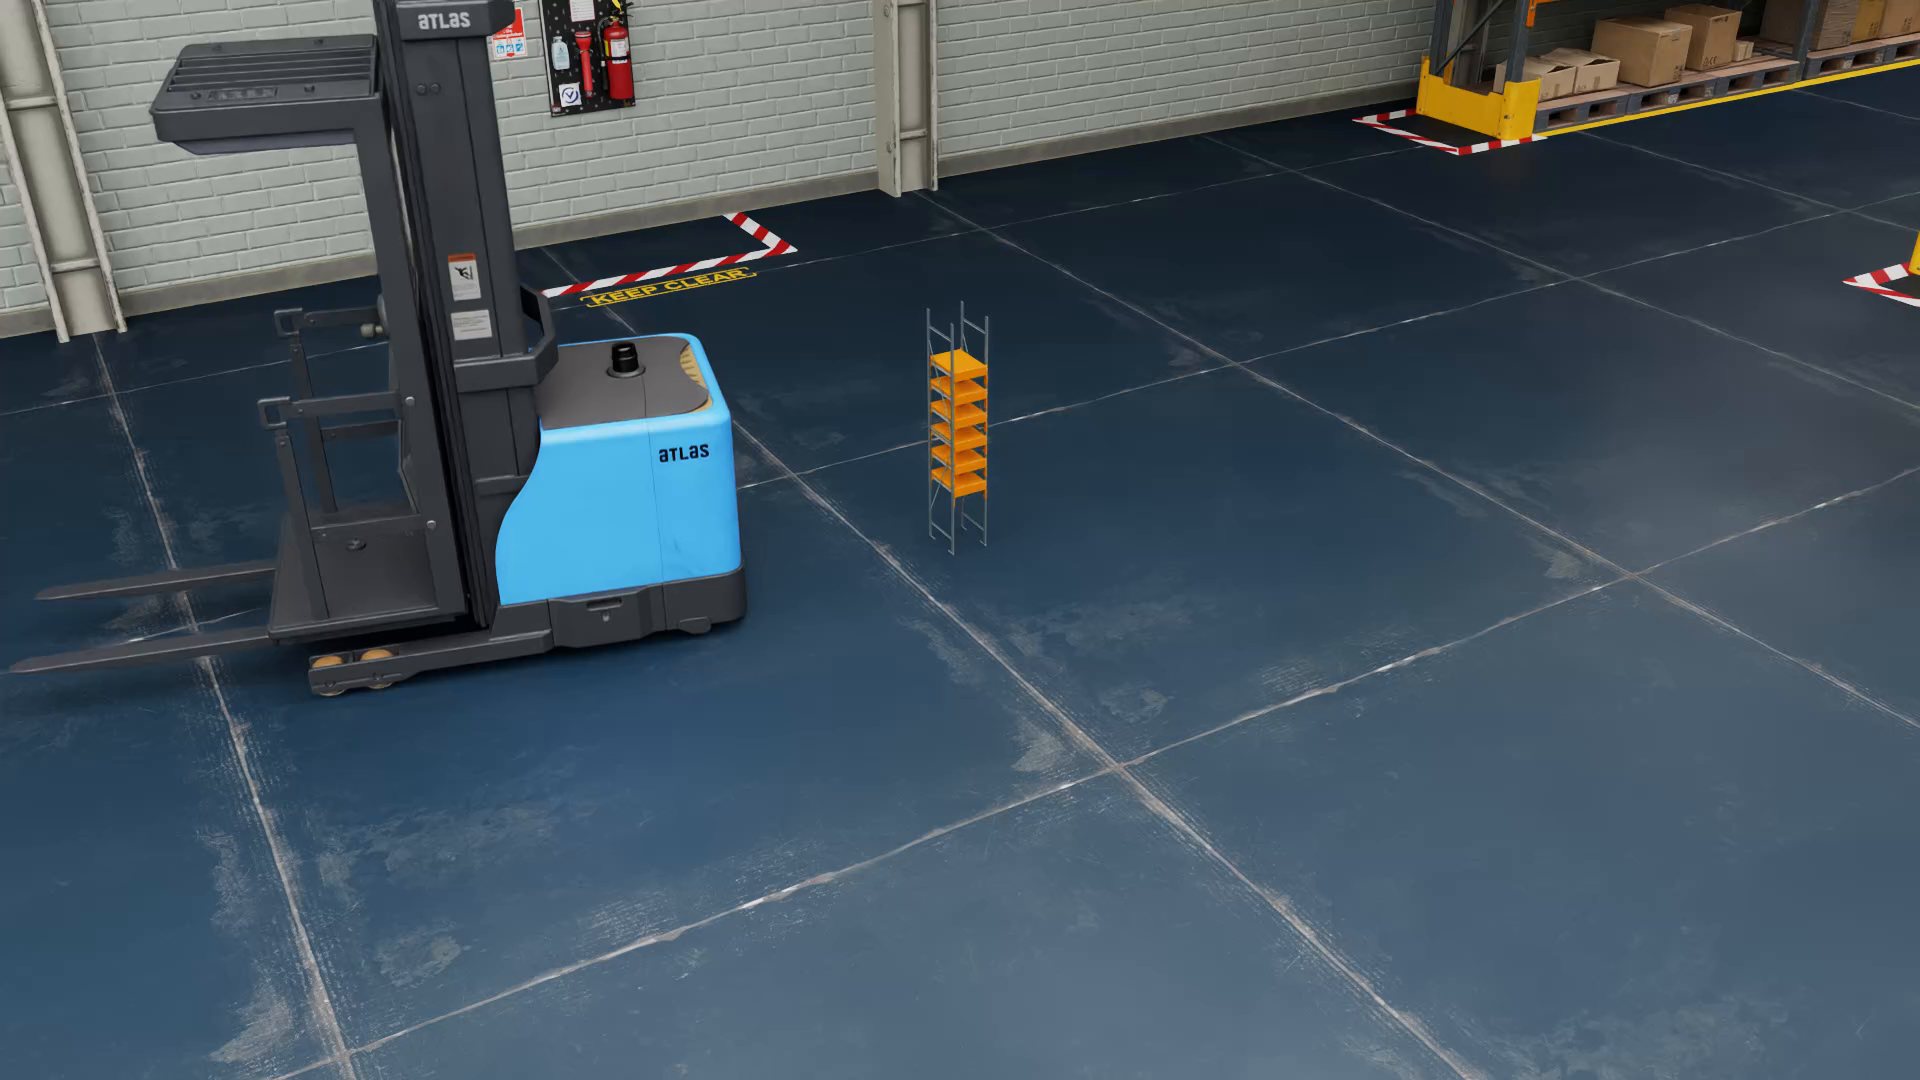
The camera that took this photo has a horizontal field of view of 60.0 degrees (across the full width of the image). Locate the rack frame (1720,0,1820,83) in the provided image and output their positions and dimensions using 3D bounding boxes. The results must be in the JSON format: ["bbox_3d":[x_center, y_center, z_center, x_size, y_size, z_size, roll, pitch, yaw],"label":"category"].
[{"bbox_3d":[8.036,-6.056,16.119,0.127,3.000,1.000,-16,33,-26],"label":"rack frame"}]

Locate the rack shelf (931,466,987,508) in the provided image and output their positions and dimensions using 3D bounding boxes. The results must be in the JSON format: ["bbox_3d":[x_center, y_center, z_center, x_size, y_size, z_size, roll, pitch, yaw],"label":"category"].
[{"bbox_3d":[-0.012,-0.273,8.091,0.180,0.103,0.258,-16,33,-26],"label":"rack shelf"}]

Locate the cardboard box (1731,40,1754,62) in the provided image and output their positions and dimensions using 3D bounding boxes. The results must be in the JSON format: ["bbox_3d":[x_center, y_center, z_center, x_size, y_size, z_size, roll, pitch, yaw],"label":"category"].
[{"bbox_3d":[7.590,-4.864,16.437,0.250,0.166,0.380,-21,35,-33],"label":"cardboard box"}]

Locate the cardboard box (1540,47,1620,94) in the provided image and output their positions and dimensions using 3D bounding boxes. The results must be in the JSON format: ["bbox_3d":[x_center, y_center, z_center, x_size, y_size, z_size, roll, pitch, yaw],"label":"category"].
[{"bbox_3d":[5.721,-4.363,15.380,0.500,0.311,0.500,-13,31,-22],"label":"cardboard box"}]

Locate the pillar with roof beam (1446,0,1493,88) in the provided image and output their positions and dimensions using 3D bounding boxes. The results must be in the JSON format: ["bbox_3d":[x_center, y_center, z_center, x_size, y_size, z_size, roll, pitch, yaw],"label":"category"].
[{"bbox_3d":[6.933,-6.441,10.609,0.400,9.000,9.100,-16,33,-26],"label":"pillar with roof beam"}]

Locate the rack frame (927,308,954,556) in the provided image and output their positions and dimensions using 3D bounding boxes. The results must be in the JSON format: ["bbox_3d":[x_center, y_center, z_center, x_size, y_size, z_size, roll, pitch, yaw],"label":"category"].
[{"bbox_3d":[-0.091,-0.499,7.913,0.006,1.200,0.240,-16,33,-26],"label":"rack frame"}]

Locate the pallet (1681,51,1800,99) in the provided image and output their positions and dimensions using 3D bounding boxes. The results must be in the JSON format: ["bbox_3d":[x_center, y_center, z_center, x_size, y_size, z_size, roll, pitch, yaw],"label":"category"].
[{"bbox_3d":[7.475,-4.656,16.468,1.213,0.211,1.003,-16,33,-26],"label":"pallet"}]

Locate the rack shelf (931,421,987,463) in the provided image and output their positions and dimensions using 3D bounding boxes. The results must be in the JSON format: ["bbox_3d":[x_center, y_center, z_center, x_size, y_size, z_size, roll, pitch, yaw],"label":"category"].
[{"bbox_3d":[-0.012,-0.483,7.975,0.180,0.103,0.258,-16,33,-26],"label":"rack shelf"}]

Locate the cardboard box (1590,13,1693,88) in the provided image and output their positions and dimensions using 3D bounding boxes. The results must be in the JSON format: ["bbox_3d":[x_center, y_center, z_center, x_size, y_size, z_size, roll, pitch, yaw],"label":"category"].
[{"bbox_3d":[6.378,-4.605,15.621,0.500,0.500,0.700,-18,34,-29],"label":"cardboard box"}]

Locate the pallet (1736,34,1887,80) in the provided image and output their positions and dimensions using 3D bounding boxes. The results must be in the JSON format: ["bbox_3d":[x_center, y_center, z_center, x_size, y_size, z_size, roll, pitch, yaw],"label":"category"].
[{"bbox_3d":[8.706,-5.026,17.139,1.213,0.211,1.003,-16,33,-26],"label":"pallet"}]

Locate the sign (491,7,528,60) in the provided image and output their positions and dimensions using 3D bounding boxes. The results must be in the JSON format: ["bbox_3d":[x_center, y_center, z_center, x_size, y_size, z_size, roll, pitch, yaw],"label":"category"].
[{"bbox_3d":[-3.100,-3.474,11.403,0.234,0.329,0.001,-16,33,-26],"label":"sign"}]

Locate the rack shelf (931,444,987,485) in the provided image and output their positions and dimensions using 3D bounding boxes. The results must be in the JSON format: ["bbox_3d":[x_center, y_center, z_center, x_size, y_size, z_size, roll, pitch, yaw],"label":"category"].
[{"bbox_3d":[-0.012,-0.378,8.033,0.180,0.103,0.258,-16,33,-26],"label":"rack shelf"}]

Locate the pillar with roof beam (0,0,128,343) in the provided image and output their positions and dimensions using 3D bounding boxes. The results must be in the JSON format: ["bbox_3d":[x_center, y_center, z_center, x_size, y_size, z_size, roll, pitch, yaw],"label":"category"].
[{"bbox_3d":[-3.413,-3.504,5.286,0.400,9.000,9.100,-16,33,-26],"label":"pillar with roof beam"}]

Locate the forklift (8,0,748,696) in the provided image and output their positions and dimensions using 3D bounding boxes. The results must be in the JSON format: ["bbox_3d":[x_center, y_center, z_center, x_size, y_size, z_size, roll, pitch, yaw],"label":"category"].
[{"bbox_3d":[-2.539,-0.907,6.860,3.031,2.935,1.130,-8,30,-14],"label":"forklift"}]

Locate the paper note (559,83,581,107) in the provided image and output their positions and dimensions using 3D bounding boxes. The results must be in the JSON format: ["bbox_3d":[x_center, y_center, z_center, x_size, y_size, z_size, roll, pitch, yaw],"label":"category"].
[{"bbox_3d":[-2.758,-3.150,11.766,0.142,0.148,0.016,-16,33,-26],"label":"paper note"}]

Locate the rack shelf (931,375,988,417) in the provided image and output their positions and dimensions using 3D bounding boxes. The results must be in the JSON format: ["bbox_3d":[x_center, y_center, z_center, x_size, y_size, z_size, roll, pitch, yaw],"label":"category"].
[{"bbox_3d":[-0.012,-0.693,7.859,0.180,0.103,0.258,-16,33,-26],"label":"rack shelf"}]

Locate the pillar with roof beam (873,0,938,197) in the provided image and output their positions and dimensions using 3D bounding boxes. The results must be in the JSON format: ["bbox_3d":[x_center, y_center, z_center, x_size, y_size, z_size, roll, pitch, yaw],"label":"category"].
[{"bbox_3d":[1.760,-4.973,7.947,0.400,9.000,9.100,-16,33,-26],"label":"pillar with roof beam"}]

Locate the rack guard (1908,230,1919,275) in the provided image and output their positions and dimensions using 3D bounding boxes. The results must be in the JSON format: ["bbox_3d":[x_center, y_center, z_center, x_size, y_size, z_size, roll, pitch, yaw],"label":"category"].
[{"bbox_3d":[7.079,-1.914,11.200,0.348,0.500,1.175,-16,33,-26],"label":"rack guard"}]

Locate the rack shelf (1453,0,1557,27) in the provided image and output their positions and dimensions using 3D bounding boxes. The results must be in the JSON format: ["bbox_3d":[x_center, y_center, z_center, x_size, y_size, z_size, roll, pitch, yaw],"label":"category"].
[{"bbox_3d":[6.311,-5.251,15.405,4.000,0.370,1.077,-16,33,-26],"label":"rack shelf"}]

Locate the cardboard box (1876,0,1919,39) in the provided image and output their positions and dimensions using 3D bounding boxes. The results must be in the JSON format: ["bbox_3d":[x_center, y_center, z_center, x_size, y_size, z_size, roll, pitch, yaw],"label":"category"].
[{"bbox_3d":[9.542,-5.596,17.418,0.500,0.500,0.700,-15,32,-26],"label":"cardboard box"}]

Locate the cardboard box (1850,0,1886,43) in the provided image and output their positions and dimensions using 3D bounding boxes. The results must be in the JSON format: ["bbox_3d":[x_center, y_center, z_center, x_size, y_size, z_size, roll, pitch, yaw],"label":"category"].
[{"bbox_3d":[9.082,-5.488,17.222,0.500,0.500,0.700,-17,33,-27],"label":"cardboard box"}]

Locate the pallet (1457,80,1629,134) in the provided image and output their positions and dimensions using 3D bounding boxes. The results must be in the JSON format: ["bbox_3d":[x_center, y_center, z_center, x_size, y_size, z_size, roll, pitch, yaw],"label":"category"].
[{"bbox_3d":[5.371,-4.058,15.385,1.213,0.211,1.003,-16,33,-26],"label":"pallet"}]

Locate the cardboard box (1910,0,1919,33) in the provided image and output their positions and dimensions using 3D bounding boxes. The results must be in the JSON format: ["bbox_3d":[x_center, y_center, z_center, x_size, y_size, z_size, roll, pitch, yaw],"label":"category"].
[{"bbox_3d":[9.973,-5.724,17.649,0.500,0.500,0.700,-16,33,-27],"label":"cardboard box"}]

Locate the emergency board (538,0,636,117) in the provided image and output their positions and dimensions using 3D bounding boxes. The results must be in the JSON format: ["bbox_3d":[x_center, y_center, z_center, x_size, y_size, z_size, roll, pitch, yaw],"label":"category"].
[{"bbox_3d":[-2.571,-3.551,11.579,0.643,1.169,0.194,-16,33,-26],"label":"emergency board"}]

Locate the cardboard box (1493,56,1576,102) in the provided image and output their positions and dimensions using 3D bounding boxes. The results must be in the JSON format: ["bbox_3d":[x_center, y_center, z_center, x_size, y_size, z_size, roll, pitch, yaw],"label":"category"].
[{"bbox_3d":[5.229,-4.224,15.127,0.500,0.311,0.500,-20,35,-32],"label":"cardboard box"}]

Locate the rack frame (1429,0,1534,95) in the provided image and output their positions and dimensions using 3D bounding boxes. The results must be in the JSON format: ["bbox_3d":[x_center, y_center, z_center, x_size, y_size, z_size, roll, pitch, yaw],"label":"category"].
[{"bbox_3d":[4.587,-5.077,14.344,0.127,3.000,1.000,-16,33,-26],"label":"rack frame"}]

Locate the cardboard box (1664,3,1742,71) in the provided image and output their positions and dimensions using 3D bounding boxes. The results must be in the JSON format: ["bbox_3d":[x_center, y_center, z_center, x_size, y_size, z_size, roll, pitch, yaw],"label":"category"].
[{"bbox_3d":[7.161,-4.883,16.126,0.500,0.500,0.500,-19,34,-30],"label":"cardboard box"}]

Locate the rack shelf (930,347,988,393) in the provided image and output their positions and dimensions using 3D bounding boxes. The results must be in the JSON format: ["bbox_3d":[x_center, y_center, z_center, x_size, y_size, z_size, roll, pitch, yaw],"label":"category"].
[{"bbox_3d":[-0.012,-0.798,7.801,0.180,0.103,0.258,-16,33,-26],"label":"rack shelf"}]

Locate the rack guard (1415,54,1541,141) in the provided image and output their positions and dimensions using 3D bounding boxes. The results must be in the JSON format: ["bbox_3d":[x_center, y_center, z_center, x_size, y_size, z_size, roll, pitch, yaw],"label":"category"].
[{"bbox_3d":[4.652,-4.001,14.982,0.348,0.500,1.175,-16,33,-26],"label":"rack guard"}]

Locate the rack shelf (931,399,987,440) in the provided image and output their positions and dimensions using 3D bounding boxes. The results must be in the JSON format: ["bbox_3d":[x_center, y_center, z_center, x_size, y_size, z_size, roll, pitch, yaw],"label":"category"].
[{"bbox_3d":[-0.012,-0.588,7.917,0.180,0.103,0.258,-16,33,-26],"label":"rack shelf"}]

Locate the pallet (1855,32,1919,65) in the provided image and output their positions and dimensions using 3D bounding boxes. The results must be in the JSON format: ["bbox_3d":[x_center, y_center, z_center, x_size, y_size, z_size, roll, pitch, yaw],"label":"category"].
[{"bbox_3d":[9.759,-5.327,17.683,1.213,0.211,1.003,-16,33,-26],"label":"pallet"}]

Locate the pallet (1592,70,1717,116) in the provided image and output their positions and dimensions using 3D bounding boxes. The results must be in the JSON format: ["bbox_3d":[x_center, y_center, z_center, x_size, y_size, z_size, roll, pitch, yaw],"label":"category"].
[{"bbox_3d":[6.421,-4.355,15.923,1.213,0.211,1.003,-16,33,-26],"label":"pallet"}]

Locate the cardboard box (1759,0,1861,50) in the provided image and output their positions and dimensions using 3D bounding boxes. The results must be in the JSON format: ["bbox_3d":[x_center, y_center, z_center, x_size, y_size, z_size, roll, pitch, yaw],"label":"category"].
[{"bbox_3d":[8.662,-5.341,16.955,0.500,0.500,0.700,-15,32,-25],"label":"cardboard box"}]

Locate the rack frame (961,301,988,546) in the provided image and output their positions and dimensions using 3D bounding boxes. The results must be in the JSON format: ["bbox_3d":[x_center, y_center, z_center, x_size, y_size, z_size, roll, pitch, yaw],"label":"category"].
[{"bbox_3d":[0.066,-0.544,7.994,0.006,1.200,0.240,-16,33,-26],"label":"rack frame"}]

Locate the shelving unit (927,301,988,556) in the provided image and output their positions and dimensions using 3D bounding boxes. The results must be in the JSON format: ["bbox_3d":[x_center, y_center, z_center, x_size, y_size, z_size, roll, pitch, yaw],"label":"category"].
[{"bbox_3d":[-0.012,-0.522,7.954,0.189,1.200,0.258,-16,33,-26],"label":"shelving unit"}]
